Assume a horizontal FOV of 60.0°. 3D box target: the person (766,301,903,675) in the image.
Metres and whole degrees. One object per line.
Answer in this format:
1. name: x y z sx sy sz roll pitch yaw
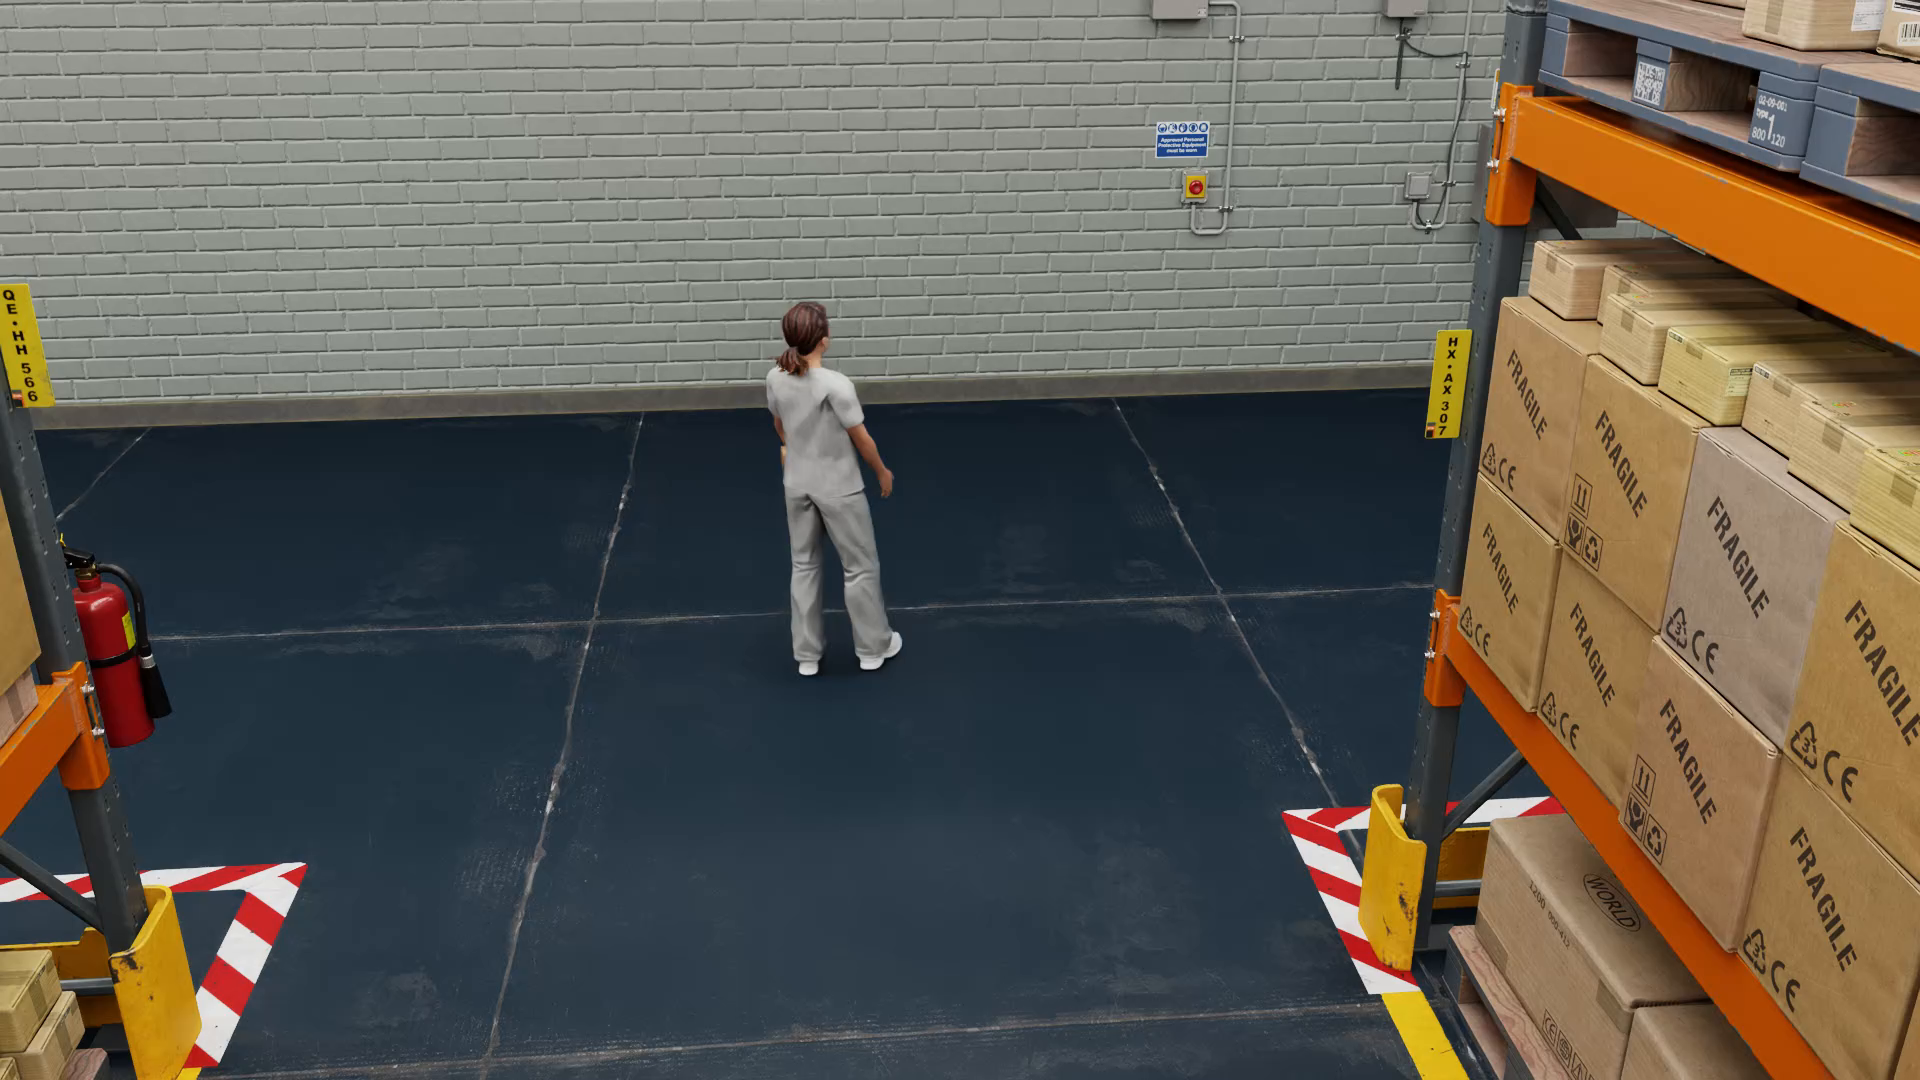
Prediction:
1. person: -0.553 -0.231 7.104 0.482 1.672 0.540 13 27 27
